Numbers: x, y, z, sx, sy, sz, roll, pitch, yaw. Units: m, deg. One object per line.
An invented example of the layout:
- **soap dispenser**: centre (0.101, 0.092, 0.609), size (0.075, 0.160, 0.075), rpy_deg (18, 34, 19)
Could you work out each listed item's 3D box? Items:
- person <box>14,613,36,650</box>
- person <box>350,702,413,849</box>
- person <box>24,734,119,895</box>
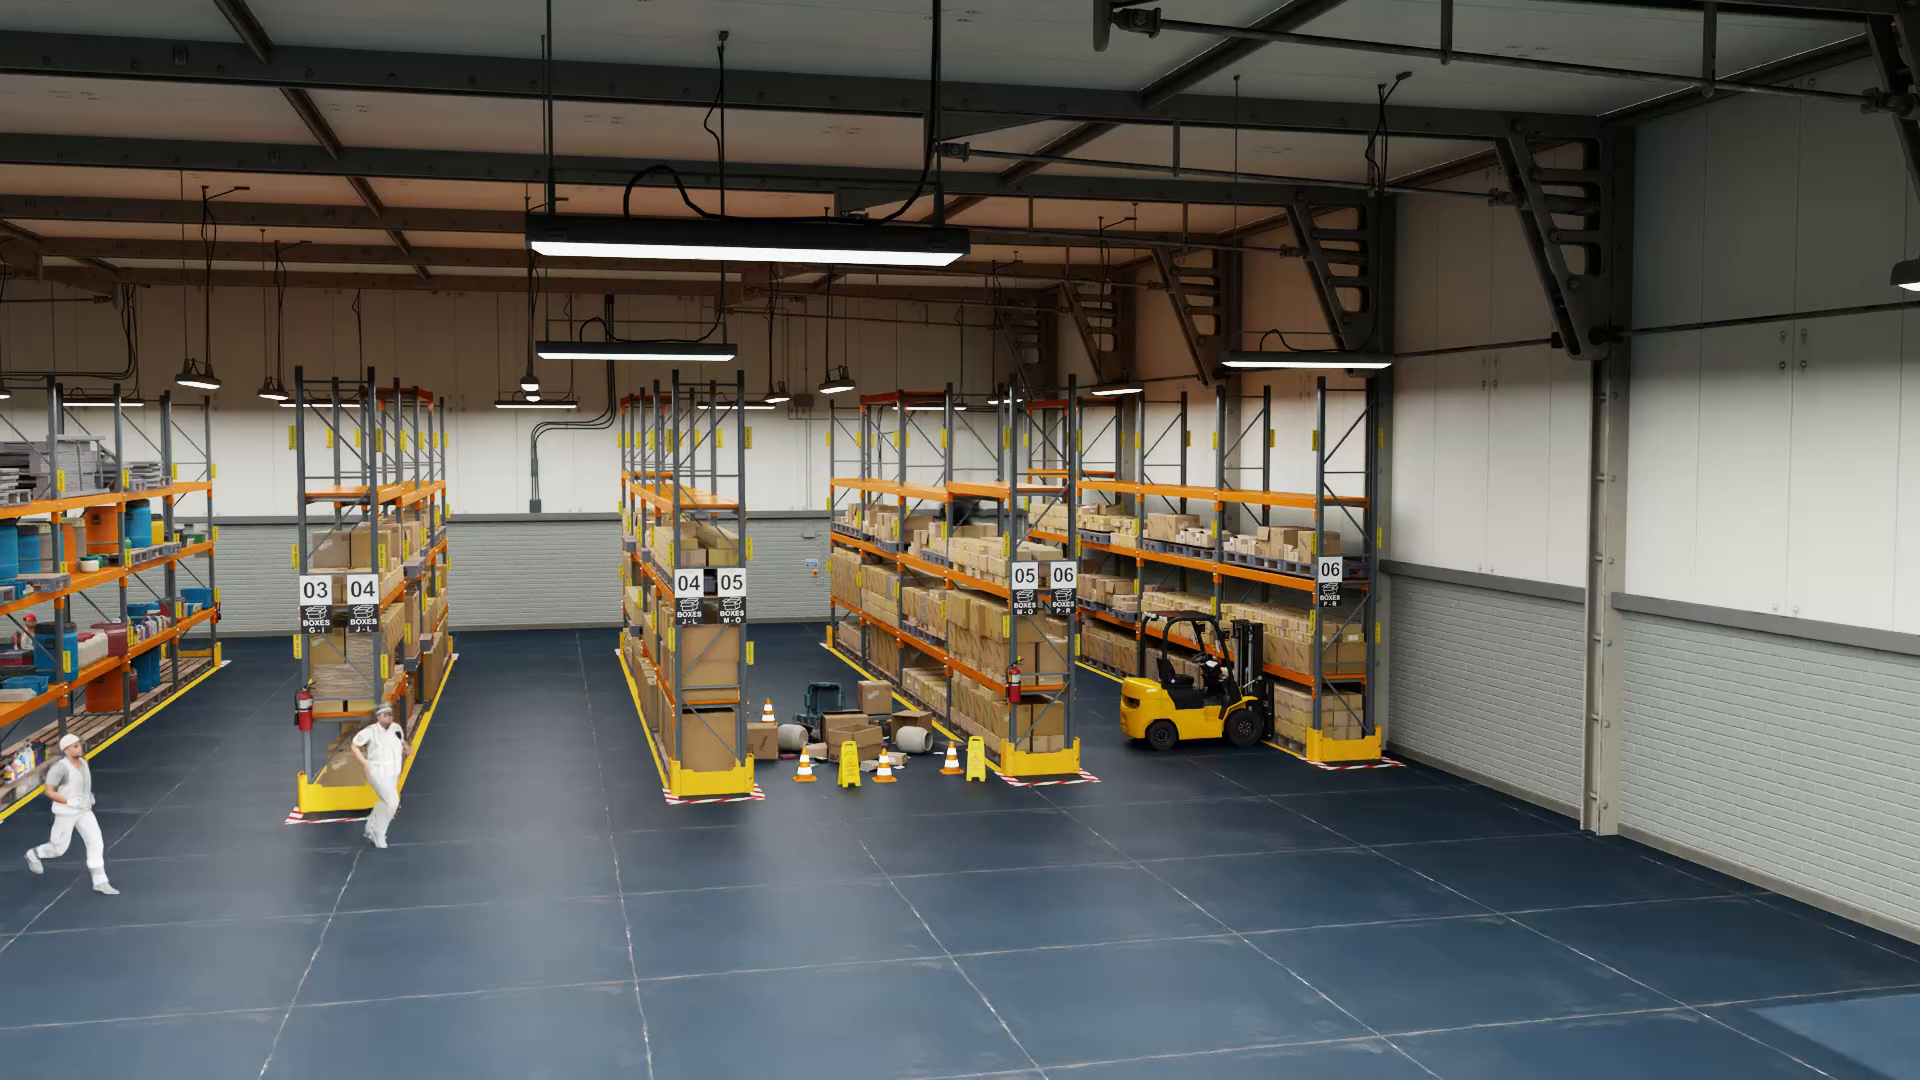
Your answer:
- **person**: centre (-17.491, 2.236, 31.279), size (0.700, 1.729, 0.795), rpy_deg (-1, 3, -10)
- **person**: centre (-7.097, 2.912, 20.579), size (0.742, 1.837, 0.627), rpy_deg (2, 4, 26)
- **person**: centre (-9.851, 3.032, 18.384), size (1.143, 1.776, 0.626), rpy_deg (1, 4, 18)
